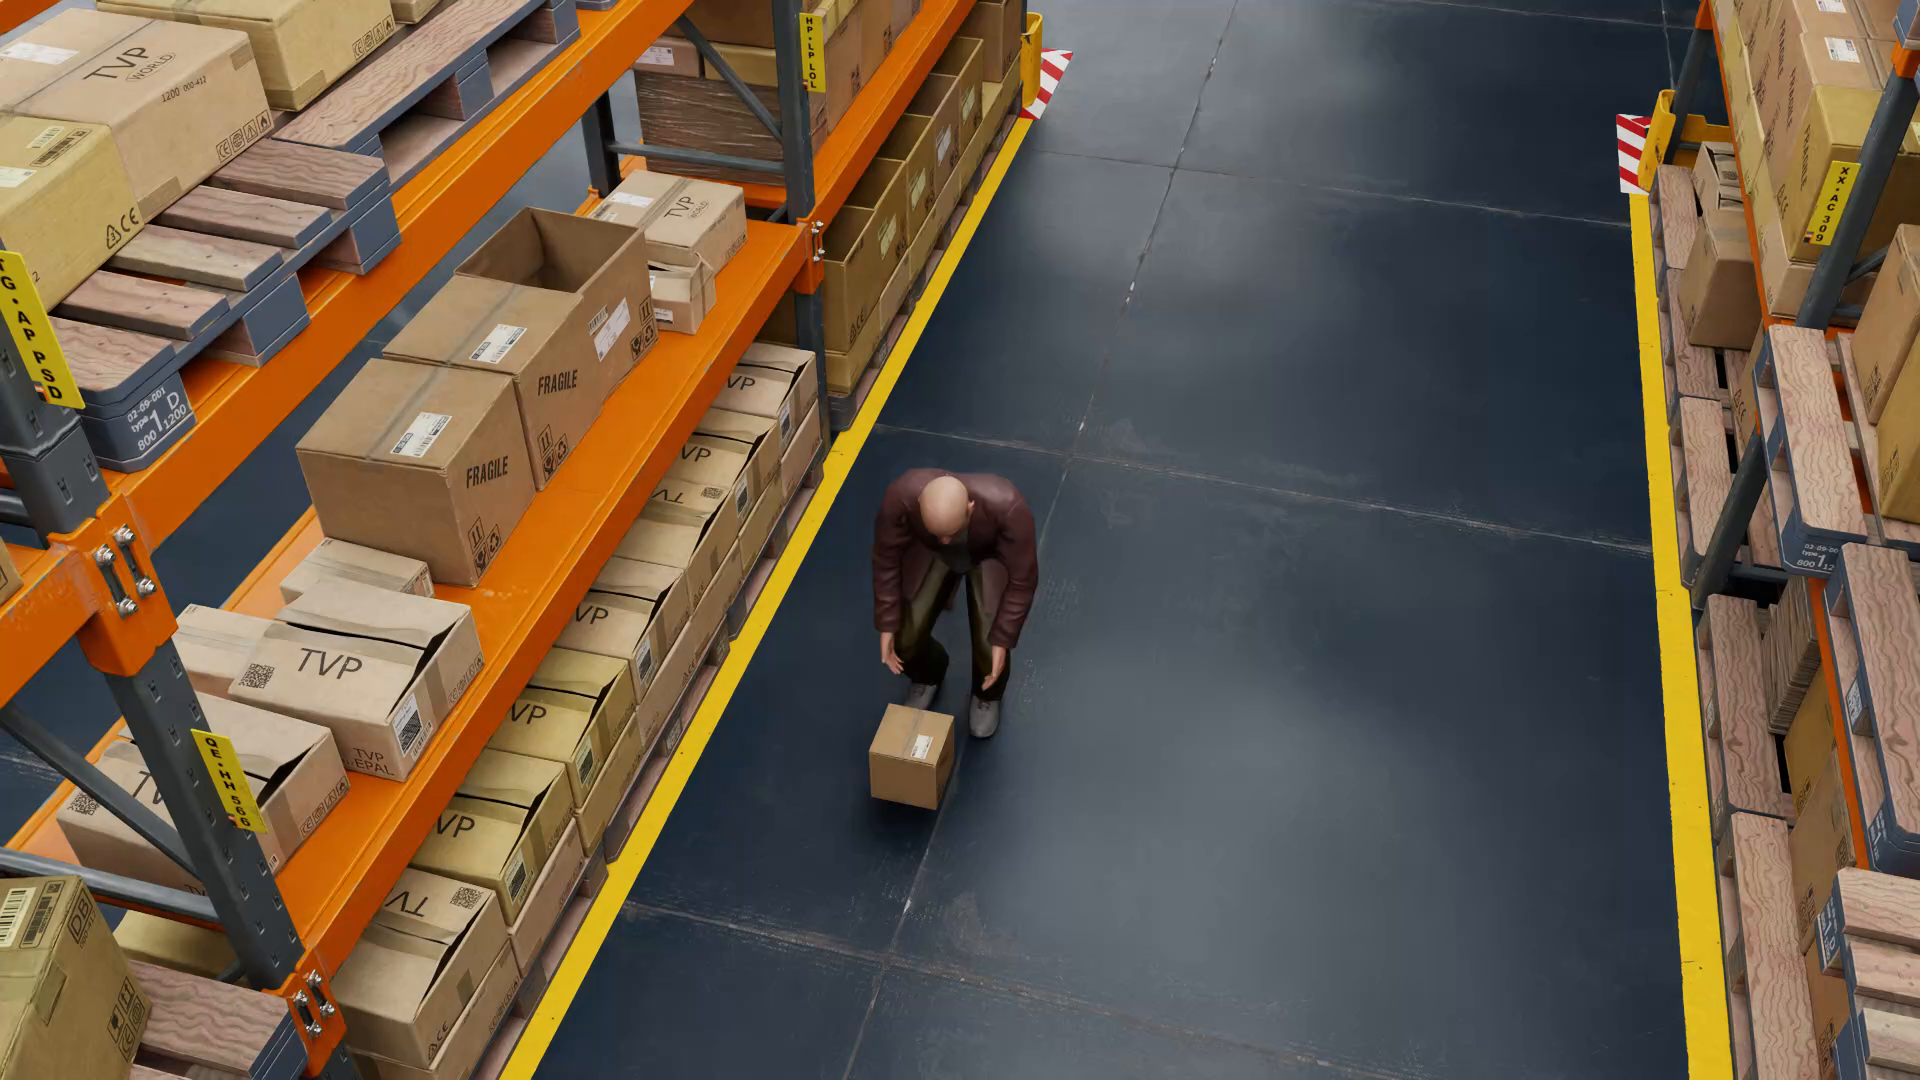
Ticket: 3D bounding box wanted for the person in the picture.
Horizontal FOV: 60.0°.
[{"bbox_3d":[0.005,0.169,6.274,0.633,1.388,0.734,10,42,12],"label":"person"}]
